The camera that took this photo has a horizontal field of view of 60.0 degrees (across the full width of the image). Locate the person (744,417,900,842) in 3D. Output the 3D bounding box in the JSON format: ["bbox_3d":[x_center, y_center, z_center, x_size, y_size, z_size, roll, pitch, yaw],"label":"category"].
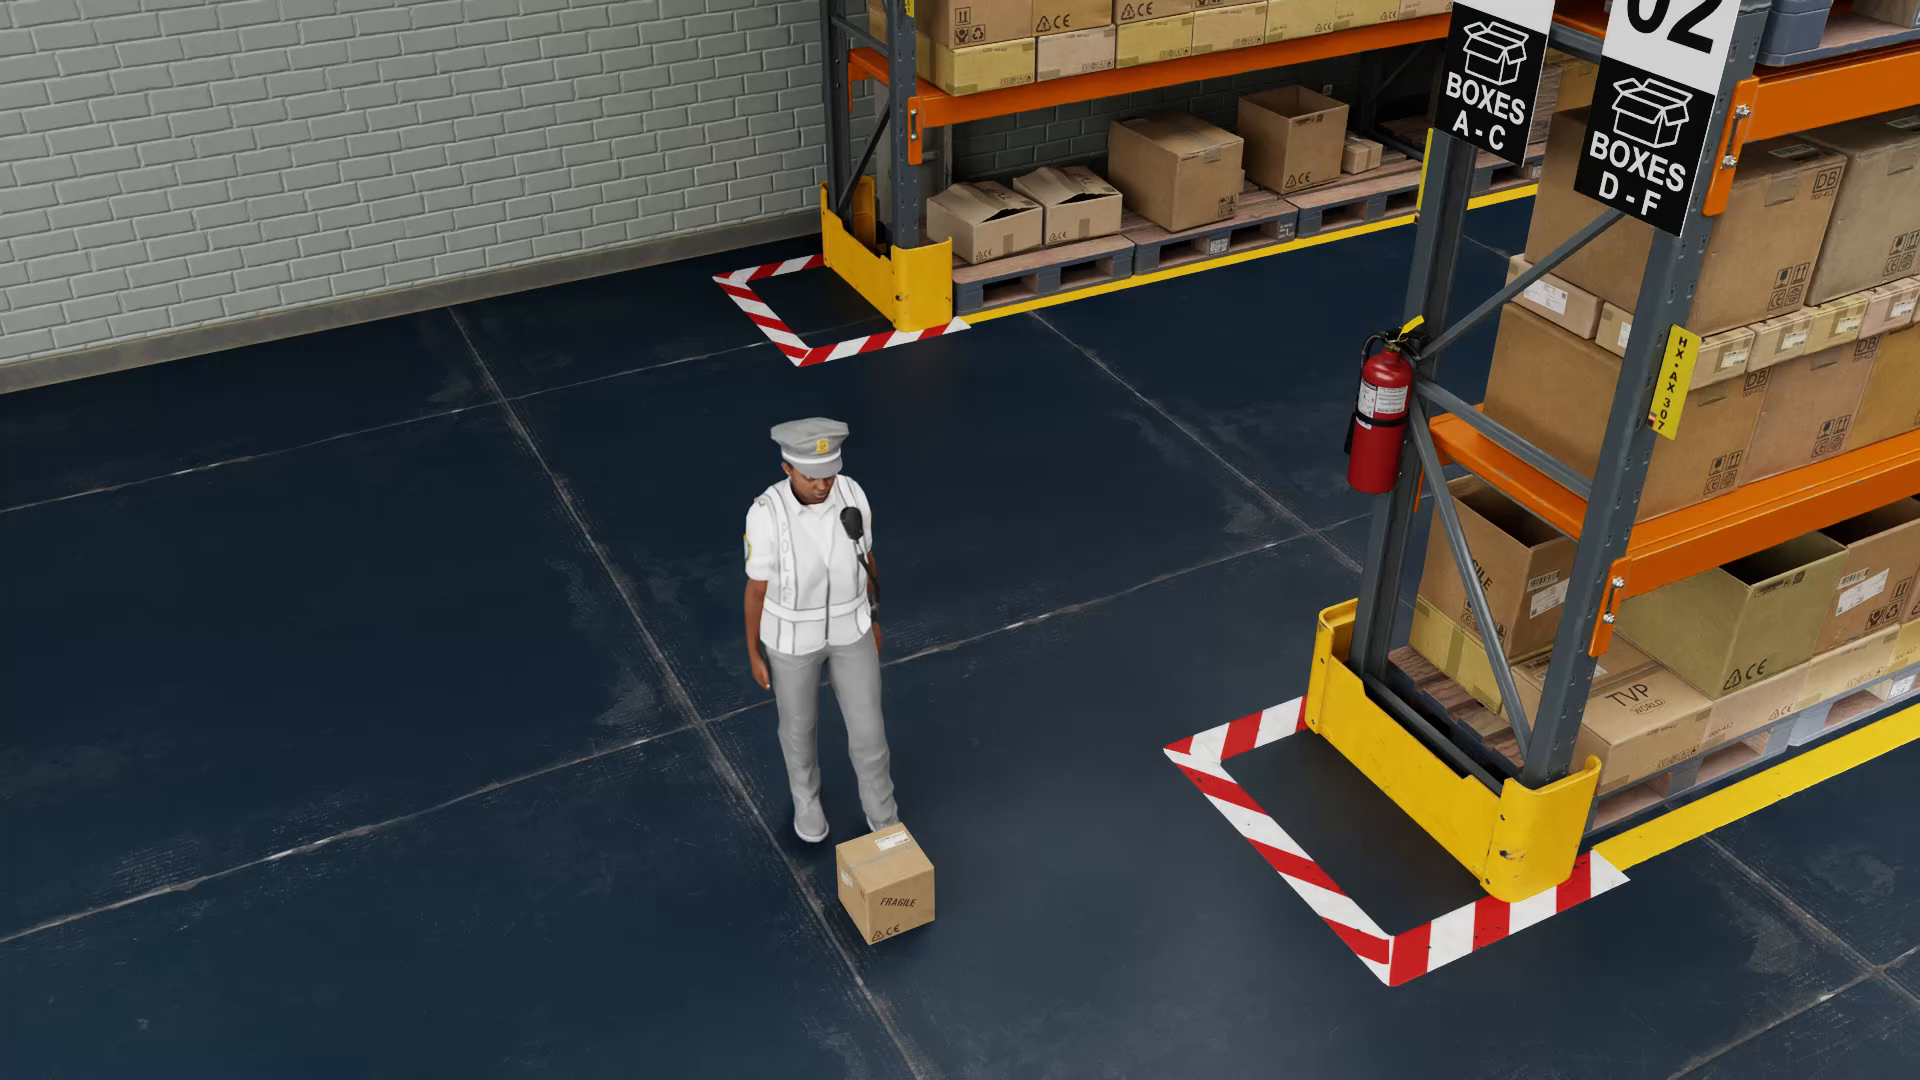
[{"bbox_3d":[-0.453,0.368,5.559,0.479,1.673,0.523,-12,35,-18],"label":"person"}]
